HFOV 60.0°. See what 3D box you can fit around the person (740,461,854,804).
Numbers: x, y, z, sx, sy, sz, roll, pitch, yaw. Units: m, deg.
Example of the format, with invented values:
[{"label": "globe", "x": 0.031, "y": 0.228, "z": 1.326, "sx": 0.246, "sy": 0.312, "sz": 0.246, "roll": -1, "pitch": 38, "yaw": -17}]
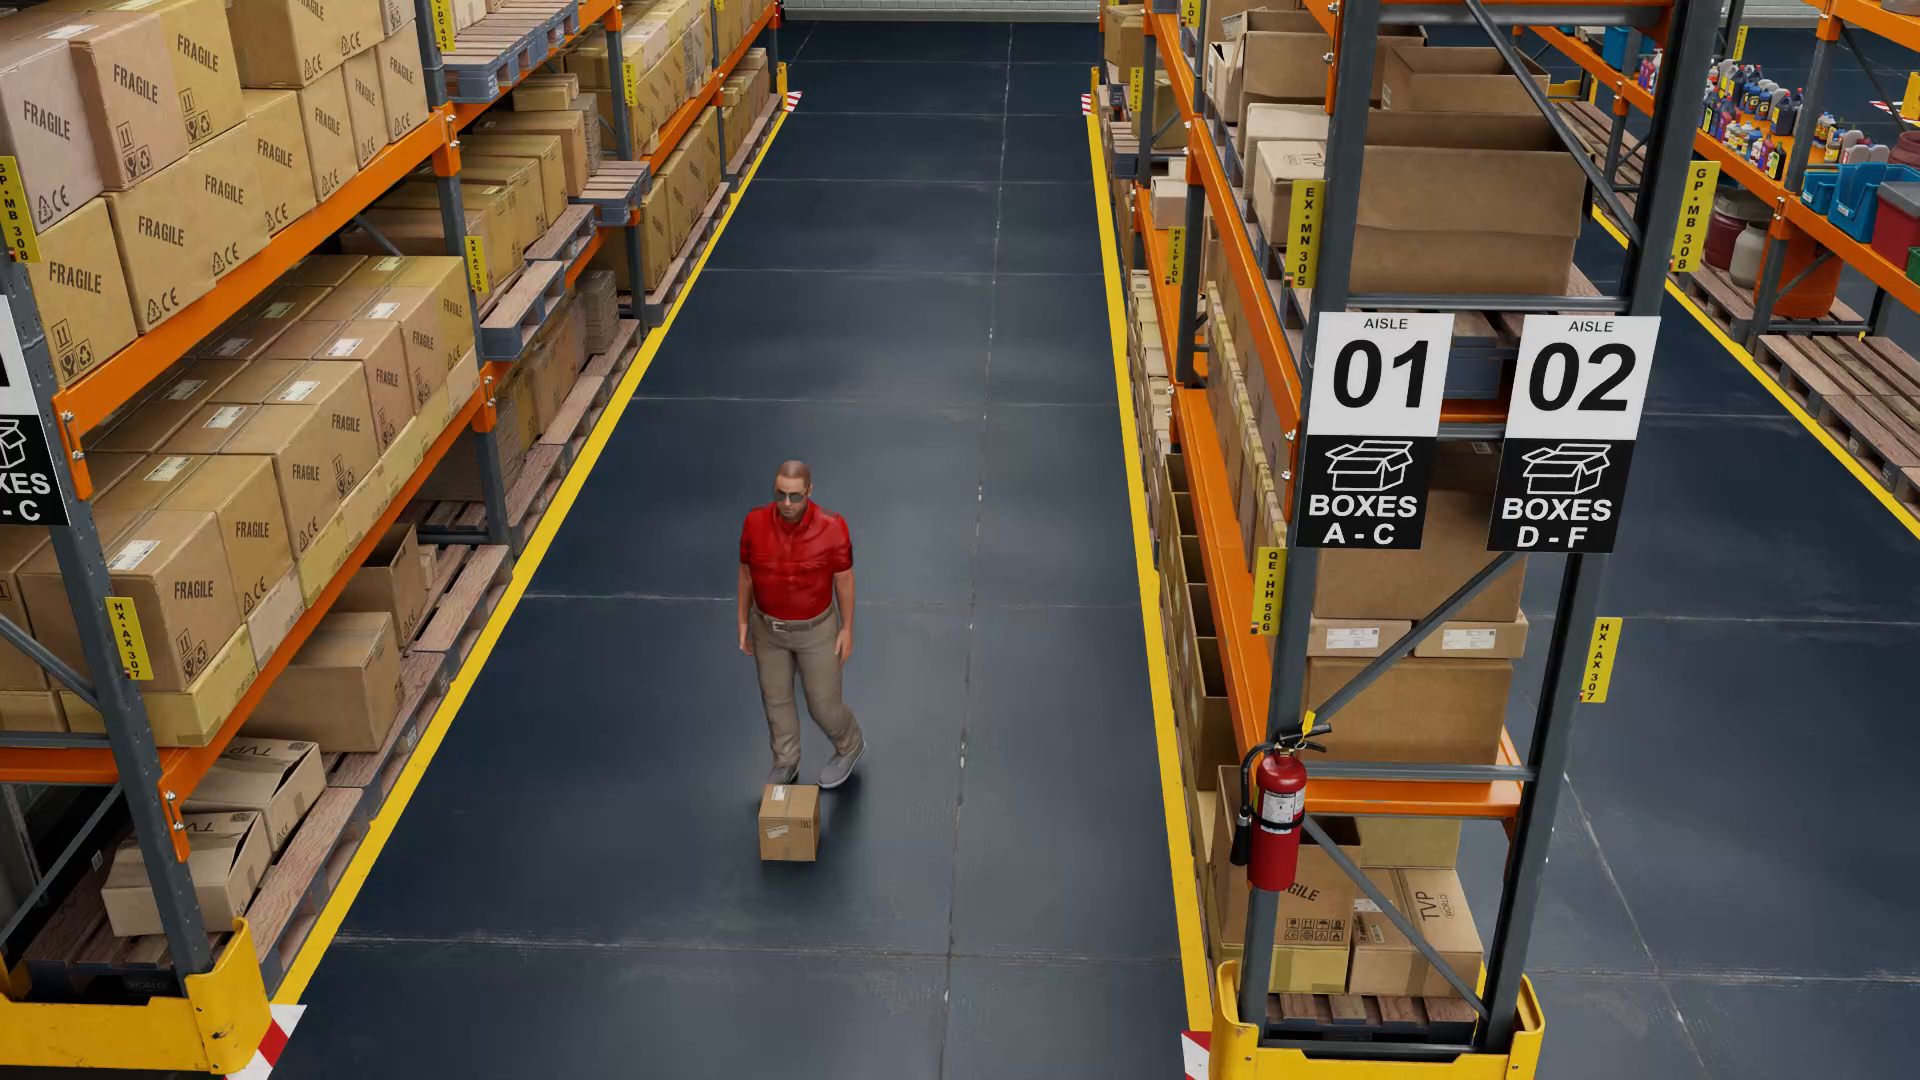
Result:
[{"label": "person", "x": -0.757, "y": 0.439, "z": 7.818, "sx": 0.527, "sy": 1.728, "sz": 0.353, "roll": 2, "pitch": 28, "yaw": 3}]
